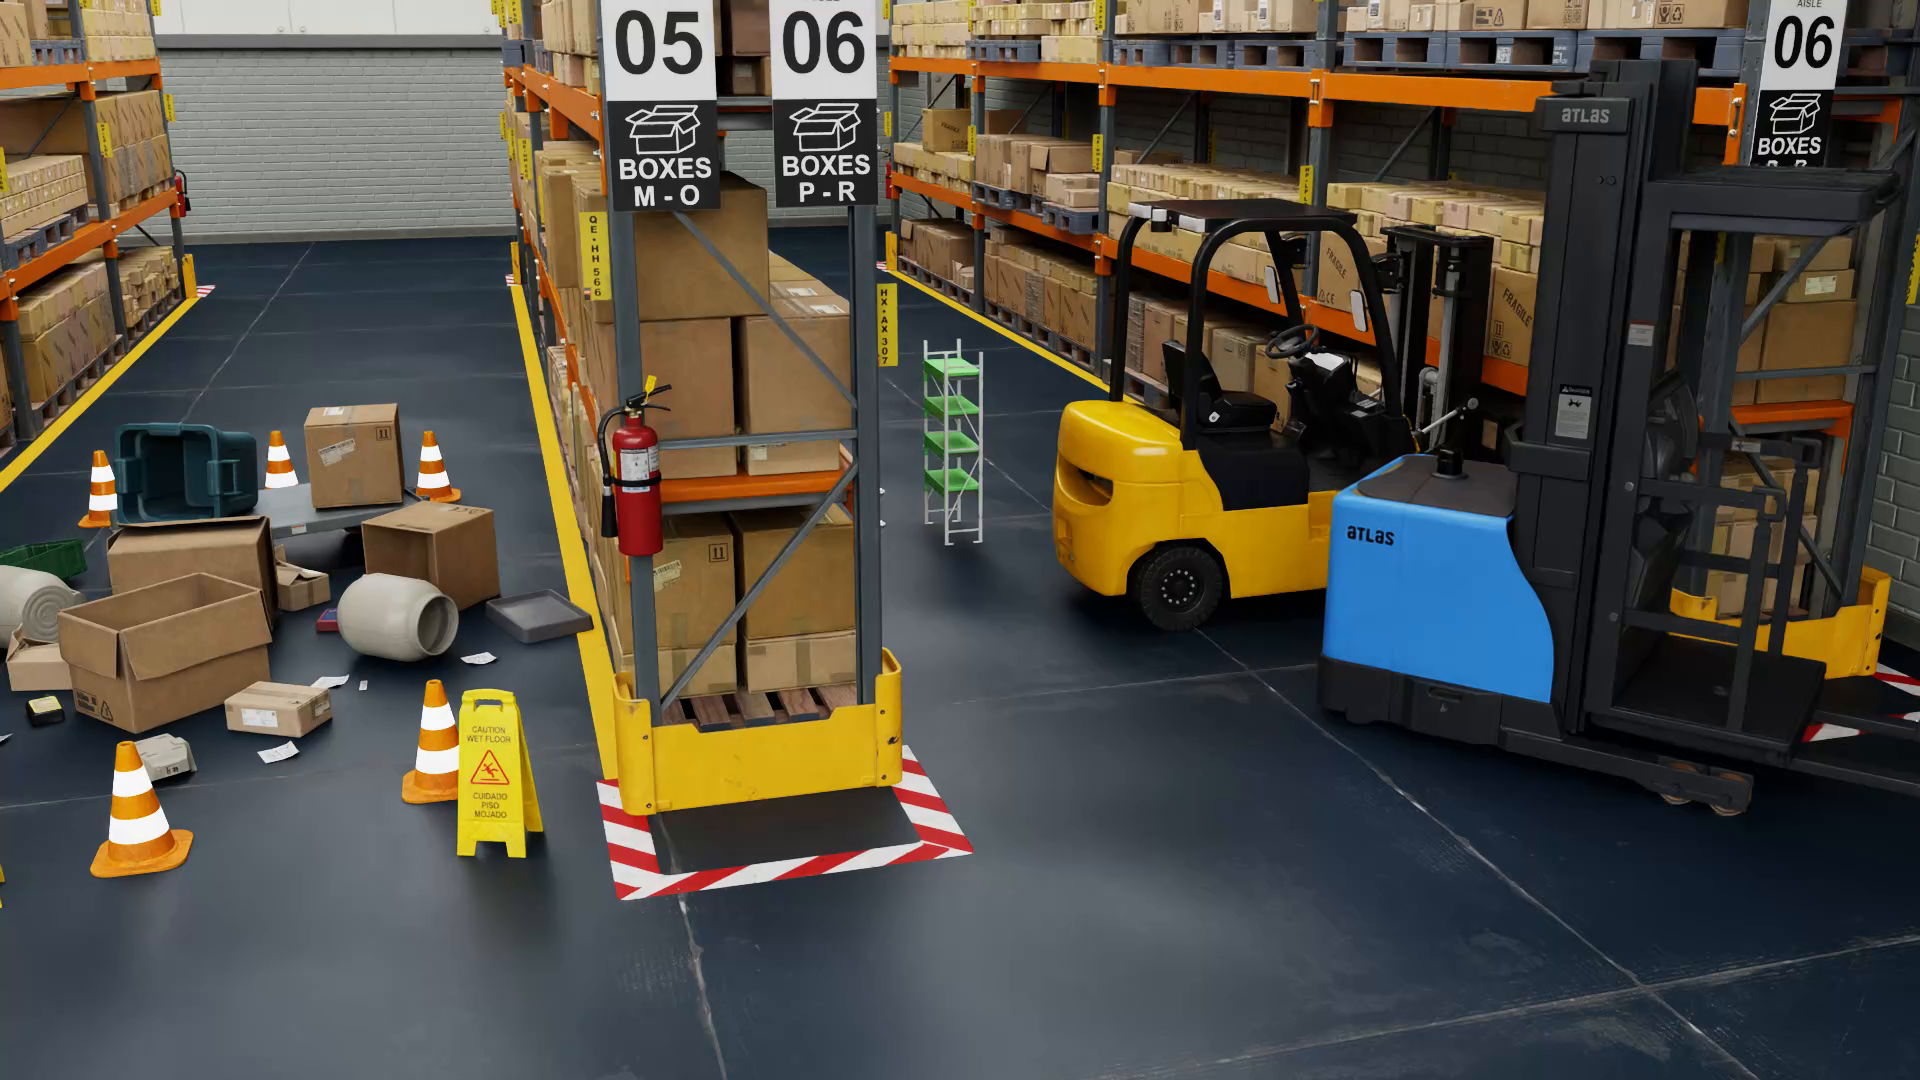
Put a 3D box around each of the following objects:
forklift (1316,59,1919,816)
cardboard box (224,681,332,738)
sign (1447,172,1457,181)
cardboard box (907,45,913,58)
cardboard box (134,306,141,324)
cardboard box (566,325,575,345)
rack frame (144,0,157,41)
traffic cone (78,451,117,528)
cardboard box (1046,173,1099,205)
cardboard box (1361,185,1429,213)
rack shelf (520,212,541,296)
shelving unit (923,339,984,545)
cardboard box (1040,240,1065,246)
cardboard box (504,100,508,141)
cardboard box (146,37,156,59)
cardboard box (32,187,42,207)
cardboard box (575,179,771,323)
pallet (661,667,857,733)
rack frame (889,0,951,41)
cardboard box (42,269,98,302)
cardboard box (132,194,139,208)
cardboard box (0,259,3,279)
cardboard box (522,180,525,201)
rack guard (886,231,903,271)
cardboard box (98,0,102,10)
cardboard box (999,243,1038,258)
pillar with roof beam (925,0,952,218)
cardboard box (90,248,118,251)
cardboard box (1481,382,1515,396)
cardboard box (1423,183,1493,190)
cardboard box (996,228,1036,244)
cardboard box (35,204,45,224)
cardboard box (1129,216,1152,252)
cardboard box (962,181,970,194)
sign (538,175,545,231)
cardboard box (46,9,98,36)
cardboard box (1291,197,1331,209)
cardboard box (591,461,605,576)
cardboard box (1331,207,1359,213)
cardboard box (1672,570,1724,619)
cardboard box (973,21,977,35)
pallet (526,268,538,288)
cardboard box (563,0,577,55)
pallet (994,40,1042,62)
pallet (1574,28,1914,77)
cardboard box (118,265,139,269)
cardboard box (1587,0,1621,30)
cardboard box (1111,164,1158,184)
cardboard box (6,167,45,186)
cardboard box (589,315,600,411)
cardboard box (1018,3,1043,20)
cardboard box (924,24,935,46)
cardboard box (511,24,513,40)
[{"bbox_3d":[3.161,-0.462,6.894,3.031,2.935,1.130,11,20,32],"label":"forklift"},{"bbox_3d":[-3.120,0.775,7.615,0.380,0.149,0.250,4,17,13],"label":"cardboard box"},{"bbox_3d":[3.388,-2.385,11.535,0.100,0.325,0.005,-5,17,-15],"label":"sign"},{"bbox_3d":[-0.458,-6.197,21.092,0.380,0.149,0.250,-4,17,-14],"label":"cardboard box"},{"bbox_3d":[-8.711,-2.324,17.199,0.380,0.149,0.250,-4,17,-14],"label":"cardboard box"},{"bbox_3d":[-2.139,-1.262,9.875,0.380,0.149,0.250,-5,17,-16],"label":"cardboard box"},{"bbox_3d":[-9.946,-7.268,19.005,1.000,3.000,0.127,-5,17,-15],"label":"rack frame"},{"bbox_3d":[-5.565,-0.351,10.815,0.336,0.463,0.334,-5,17,-15],"label":"traffic cone"},{"bbox_3d":[1.154,-3.390,16.054,0.500,0.250,0.500,-6,18,-18],"label":"cardboard box"},{"bbox_3d":[2.833,-2.214,10.789,0.380,0.149,0.250,-4,17,-14],"label":"cardboard box"},{"bbox_3d":[-3.566,-2.810,15.842,1.077,0.370,4.000,-5,17,-15],"label":"rack shelf"},{"bbox_3d":[-0.046,-0.620,10.432,0.258,1.200,0.503,-5,17,-15],"label":"shelving unit"},{"bbox_3d":[1.112,-3.264,18.592,0.380,0.149,0.250,-5,17,-15],"label":"cardboard box"},{"bbox_3d":[-5.356,-5.185,20.589,0.500,0.500,0.500,-5,17,-16],"label":"cardboard box"},{"bbox_3d":[-9.567,-5.654,19.109,0.500,0.250,0.500,-5,17,-16],"label":"cardboard box"},{"bbox_3d":[-8.043,-2.911,14.117,0.380,0.149,0.250,-5,17,-16],"label":"cardboard box"},{"bbox_3d":[-1.168,-1.181,6.742,0.700,0.500,0.500,-5,17,-17],"label":"cardboard box"},{"bbox_3d":[-1.028,0.699,7.759,1.003,0.211,1.213,-5,17,-15],"label":"pallet"},{"bbox_3d":[-0.443,-8.080,21.711,1.000,3.000,0.127,-5,17,-15],"label":"rack frame"},{"bbox_3d":[-8.271,-2.322,15.280,0.500,0.250,0.500,-4,17,-13],"label":"cardboard box"},{"bbox_3d":[-9.019,-3.632,17.767,0.380,0.149,0.250,-4,17,-13],"label":"cardboard box"},{"bbox_3d":[-7.366,-2.126,12.143,0.500,0.500,0.500,-5,17,-15],"label":"cardboard box"},{"bbox_3d":[-3.841,-3.308,15.641,0.500,0.250,0.500,-5,17,-17],"label":"cardboard box"},{"bbox_3d":[-0.422,-3.989,22.863,1.175,0.500,0.348,-5,17,-15],"label":"rack guard"},{"bbox_3d":[-8.978,-5.471,16.936,0.380,0.149,0.250,-5,18,-17],"label":"cardboard box"},{"bbox_3d":[0.650,-3.225,18.461,0.380,0.149,0.250,-5,17,-17],"label":"cardboard box"},{"bbox_3d":[-4.457,-8.557,23.298,9.100,9.000,0.400,-5,17,-15],"label":"pillar with roof beam"},{"bbox_3d":[-10.129,-3.343,19.560,0.380,0.149,0.250,-6,18,-18],"label":"cardboard box"},{"bbox_3d":[3.456,-0.850,10.381,0.500,0.250,0.500,-5,17,-15],"label":"cardboard box"},{"bbox_3d":[3.262,-2.252,10.916,0.380,0.149,0.250,-5,17,-17],"label":"cardboard box"},{"bbox_3d":[0.617,-3.370,18.426,0.380,0.149,0.250,-6,18,-18],"label":"cardboard box"},{"bbox_3d":[-8.043,-2.769,14.162,0.380,0.149,0.250,-4,17,-15],"label":"cardboard box"},{"bbox_3d":[1.776,-2.641,14.291,0.500,0.250,0.500,-5,17,-16],"label":"cardboard box"},{"bbox_3d":[0.233,-4.119,19.388,0.380,0.149,0.250,-4,17,-14],"label":"cardboard box"},{"bbox_3d":[-2.449,-2.004,9.898,0.100,0.325,0.005,-5,17,-15],"label":"sign"},{"bbox_3d":[-8.748,-5.044,16.209,0.500,0.250,0.500,-4,17,-13],"label":"cardboard box"},{"bbox_3d":[2.547,-2.324,11.672,0.380,0.149,0.250,-4,17,-13],"label":"cardboard box"},{"bbox_3d":[-1.567,-0.117,8.373,0.500,0.500,0.500,-5,17,-17],"label":"cardboard box"},{"bbox_3d":[2.690,-2.138,11.053,0.380,0.149,0.250,-5,17,-16],"label":"cardboard box"},{"bbox_3d":[3.521,0.229,8.525,0.500,0.250,0.500,-5,17,-15],"label":"cardboard box"},{"bbox_3d":[0.356,-5.552,18.040,0.380,0.149,0.250,-4,17,-14],"label":"cardboard box"},{"bbox_3d":[-4.920,-3.263,20.949,1.003,0.211,1.213,-5,17,-15],"label":"pallet"},{"bbox_3d":[-1.501,-2.298,7.418,0.500,0.250,0.500,-4,17,-14],"label":"cardboard box"},{"bbox_3d":[1.056,-4.975,16.912,1.213,0.211,1.003,-5,17,-15],"label":"pallet"},{"bbox_3d":[3.785,-2.373,8.079,1.003,0.211,1.213,-5,17,-15],"label":"pallet"},{"bbox_3d":[-9.117,-2.883,18.029,0.380,0.149,0.250,-5,18,-18],"label":"cardboard box"},{"bbox_3d":[3.365,-2.678,8.270,0.396,0.266,0.258,-5,17,-15],"label":"cardboard box"},{"bbox_3d":[1.560,-3.242,14.728,0.380,0.149,0.250,-4,17,-14],"label":"cardboard box"},{"bbox_3d":[-8.116,-3.123,14.308,0.380,0.149,0.250,-5,17,-16],"label":"cardboard box"},{"bbox_3d":[-1.365,-0.846,7.363,0.500,0.500,0.500,-5,17,-15],"label":"cardboard box"},{"bbox_3d":[0.796,-5.270,16.584,0.380,0.149,0.250,-5,17,-15],"label":"cardboard box"},{"bbox_3d":[-0.131,-6.147,20.233,0.500,0.250,0.500,-5,17,-16],"label":"cardboard box"},{"bbox_3d":[-3.779,-4.751,14.937,0.500,0.500,0.500,-5,17,-15],"label":"cardboard box"}]
